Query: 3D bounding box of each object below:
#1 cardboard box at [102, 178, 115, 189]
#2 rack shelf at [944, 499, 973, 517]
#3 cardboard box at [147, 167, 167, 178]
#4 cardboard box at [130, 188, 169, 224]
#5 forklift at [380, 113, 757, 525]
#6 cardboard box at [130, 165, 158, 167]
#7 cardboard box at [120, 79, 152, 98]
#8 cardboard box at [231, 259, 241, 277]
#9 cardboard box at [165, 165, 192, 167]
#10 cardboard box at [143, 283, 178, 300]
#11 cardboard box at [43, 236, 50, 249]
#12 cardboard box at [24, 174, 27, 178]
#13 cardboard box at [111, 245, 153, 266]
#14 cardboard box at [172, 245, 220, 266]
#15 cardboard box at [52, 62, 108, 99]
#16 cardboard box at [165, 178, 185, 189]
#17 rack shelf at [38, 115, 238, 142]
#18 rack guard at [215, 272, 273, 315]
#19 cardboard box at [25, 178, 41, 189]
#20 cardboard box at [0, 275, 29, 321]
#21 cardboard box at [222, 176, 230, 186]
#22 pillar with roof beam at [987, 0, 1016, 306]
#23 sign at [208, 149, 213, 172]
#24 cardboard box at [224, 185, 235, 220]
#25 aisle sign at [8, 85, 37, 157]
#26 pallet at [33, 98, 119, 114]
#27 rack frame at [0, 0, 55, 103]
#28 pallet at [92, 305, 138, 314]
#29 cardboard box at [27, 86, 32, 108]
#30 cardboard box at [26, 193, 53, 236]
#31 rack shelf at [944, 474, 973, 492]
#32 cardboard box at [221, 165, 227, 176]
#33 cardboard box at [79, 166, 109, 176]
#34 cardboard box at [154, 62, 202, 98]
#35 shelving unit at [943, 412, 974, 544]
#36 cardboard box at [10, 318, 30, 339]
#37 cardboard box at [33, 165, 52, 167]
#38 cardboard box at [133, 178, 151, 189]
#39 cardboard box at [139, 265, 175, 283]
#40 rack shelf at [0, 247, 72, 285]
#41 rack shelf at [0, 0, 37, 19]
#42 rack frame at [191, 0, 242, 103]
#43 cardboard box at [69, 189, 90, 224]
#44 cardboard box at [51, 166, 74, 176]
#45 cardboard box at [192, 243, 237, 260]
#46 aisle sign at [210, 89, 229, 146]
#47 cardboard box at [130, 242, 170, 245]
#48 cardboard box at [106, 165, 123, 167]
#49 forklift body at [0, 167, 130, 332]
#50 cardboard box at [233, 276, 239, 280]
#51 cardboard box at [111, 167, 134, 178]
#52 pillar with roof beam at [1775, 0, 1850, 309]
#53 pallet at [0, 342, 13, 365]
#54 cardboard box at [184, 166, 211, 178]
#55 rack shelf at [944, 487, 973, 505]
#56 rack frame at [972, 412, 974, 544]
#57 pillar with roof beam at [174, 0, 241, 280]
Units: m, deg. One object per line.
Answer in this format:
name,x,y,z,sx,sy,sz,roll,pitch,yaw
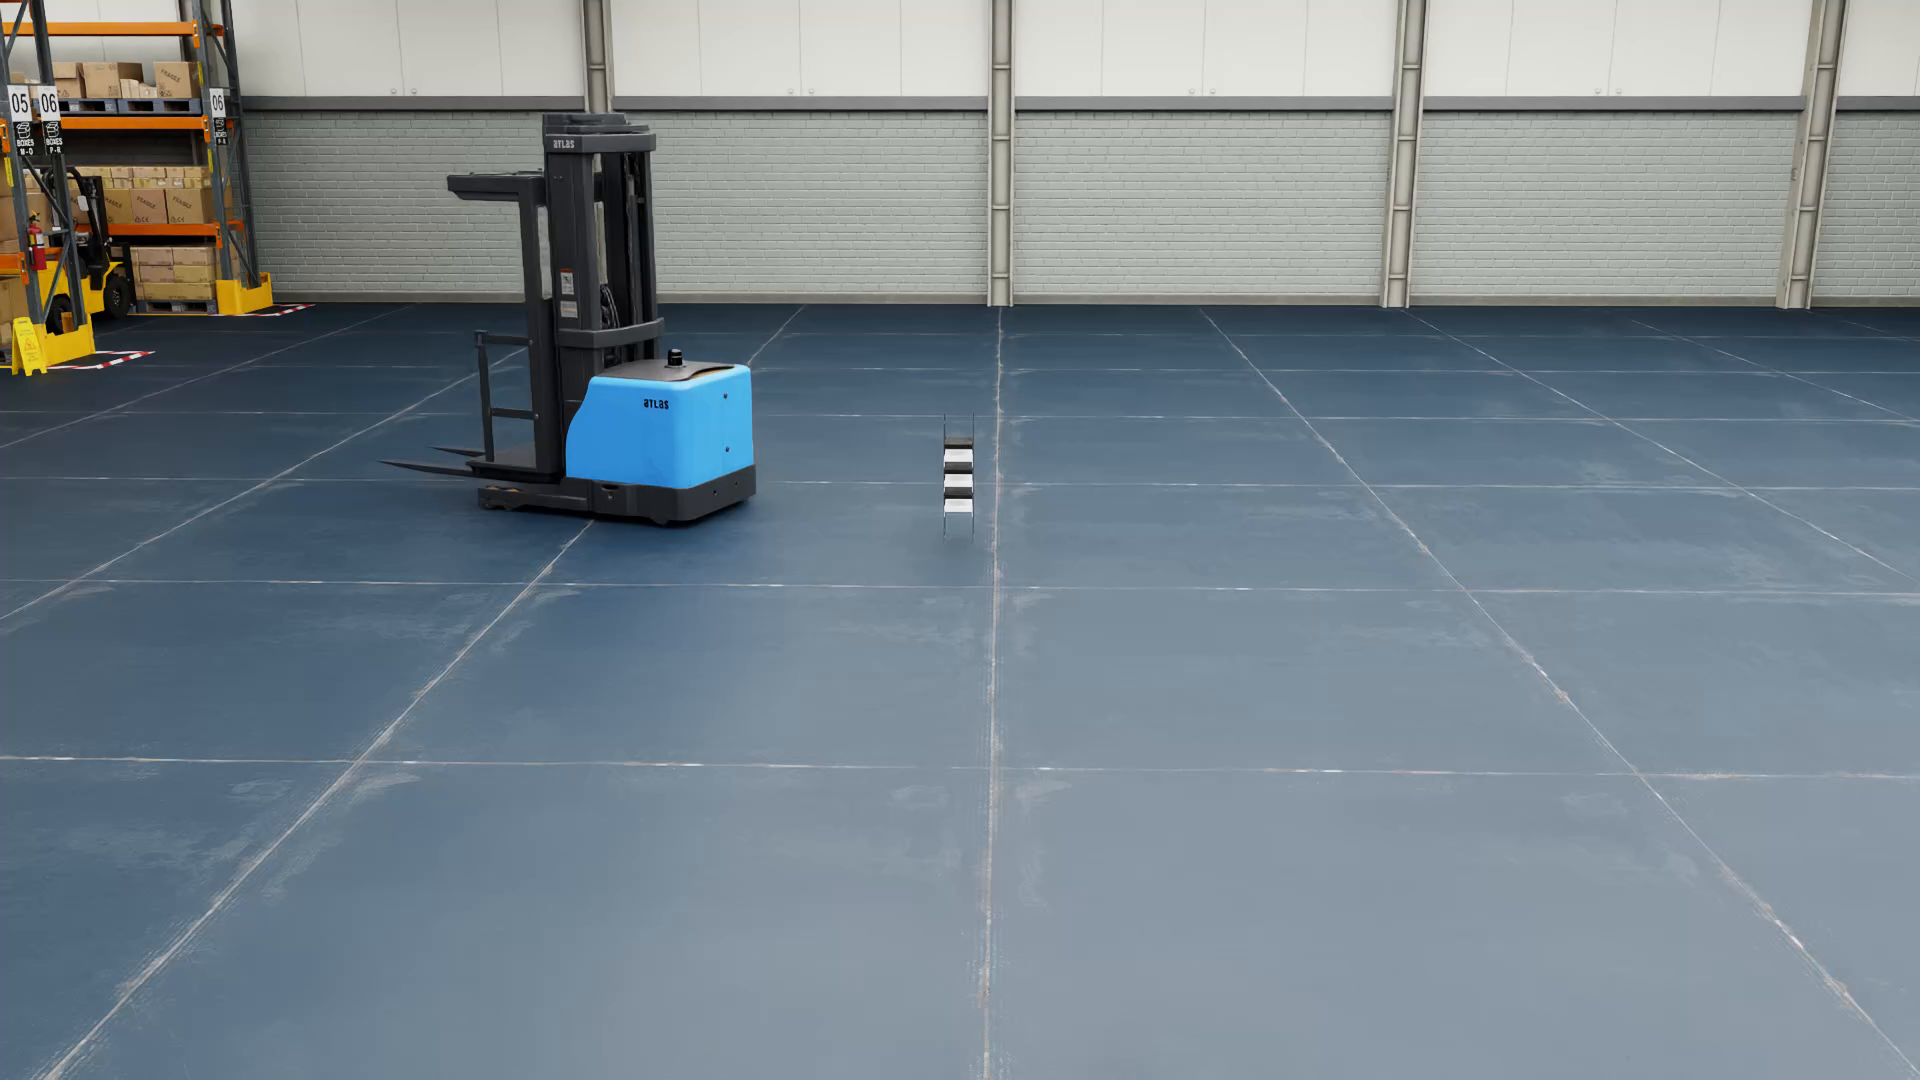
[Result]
cardboard box,-12.344,-5.192,24.170,0.250,0.149,0.380,0,15,2
rack shelf,-0.008,-0.229,11.780,0.200,0.077,0.258,0,15,1
cardboard box,-11.581,-5.340,24.148,0.250,0.149,0.380,1,15,3
cardboard box,-11.725,-4.887,24.287,0.500,0.500,0.500,1,15,3
forklift,-3.145,-1.756,12.750,3.031,2.935,1.130,6,16,23
cardboard box,-12.074,-5.468,24.636,0.250,0.149,0.380,1,15,3
cardboard box,-11.797,-6.463,23.821,0.258,0.266,0.396,0,15,2
cardboard box,-11.172,-4.068,24.966,0.500,0.250,0.500,1,15,2
cardboard box,-11.563,-5.468,24.633,0.250,0.149,0.380,1,15,2
cardboard box,-11.682,-3.698,24.545,0.500,0.250,0.500,0,15,1
cardboard box,-11.165,-3.564,19.963,0.250,0.149,0.380,0,15,2
cardboard box,-13.621,-5.345,24.168,0.250,0.149,0.380,1,15,3
cardboard box,-12.191,-4.180,24.409,0.500,0.250,0.500,1,15,2
cardboard box,-11.176,-4.177,24.400,0.500,0.250,0.500,1,15,3
cardboard box,-12.761,-6.635,24.007,0.637,0.503,0.797,1,15,3
cardboard box,-11.317,-5.184,24.140,0.250,0.149,0.380,1,15,2
rack shelf,-12.707,-6.012,24.278,4.000,0.370,1.077,0,15,1
rack guard,-10.683,-3.688,24.838,0.348,0.500,1.175,0,15,1
cardboard box,-13.367,-5.197,24.191,0.250,0.149,0.380,0,15,1
cardboard box,-11.654,-2.943,20.211,0.500,0.500,0.500,0,15,0
cardboard box,-11.040,-5.327,24.684,0.250,0.149,0.380,0,15,0
pillar with roof beam,0.506,-6.856,20.185,0.400,9.000,9.100,0,15,1
sign,-10.735,-5.433,23.818,0.005,0.325,0.100,0,15,1
cardboard box,-11.196,-5.019,24.788,0.500,0.500,0.500,1,15,3
aisle sign,-10.776,-4.813,19.108,0.004,0.787,0.394,0,15,1
pallet,-12.636,-6.323,24.218,1.213,0.211,1.003,0,15,1
rack frame,-10.830,-6.532,18.957,0.127,3.000,1.000,0,15,1
pallet,-12.689,-3.551,24.887,1.213,0.211,1.003,0,15,1
cardboard box,-11.326,-5.224,19.590,0.500,0.250,0.500,0,15,0
cardboard box,-11.297,-3.897,19.951,0.500,0.500,0.500,0,15,1
rack shelf,-0.008,-0.403,11.734,0.200,0.077,0.258,0,15,1
cardboard box,-11.038,-5.459,24.601,0.250,0.149,0.380,0,15,0
cardboard box,-12.604,-5.360,24.224,0.250,0.149,0.380,1,15,2
cardboard box,-11.156,-6.588,23.834,0.500,0.500,0.500,1,15,3
shelving unit,-0.008,-0.435,11.725,0.210,0.900,0.258,0,15,1
cardboard box,-11.630,-2.580,20.306,0.500,0.250,0.500,0,15,1
cardboard box,-13.613,-5.507,24.784,0.250,0.149,0.380,0,15,0
cardboard box,-11.823,-5.205,24.222,0.250,0.149,0.380,0,15,1
cardboard box,-11.703,-3.941,24.486,0.500,0.250,0.500,0,15,1
rack shelf,-12.830,-3.296,19.863,4.000,0.370,1.077,0,15,1
rack shelf,-12.830,-6.195,19.098,4.000,0.370,1.077,0,15,1
rack frame,-10.707,-7.797,23.755,0.127,3.000,1.000,0,15,1
cardboard box,-12.740,-4.891,24.301,0.500,0.500,0.500,0,15,2
cardboard box,-13.105,-5.363,24.235,0.250,0.149,0.380,0,15,1
cardboard box,-11.183,-4.305,24.884,0.500,0.250,0.500,0,15,1
aisle sign,-10.649,-6.078,23.903,0.004,0.787,0.394,0,15,1
cardboard box,-12.182,-4.313,24.916,0.500,0.250,0.500,0,15,1
cardboard box,-12.583,-5.477,24.667,0.250,0.149,0.380,0,15,2
forklift body,-12.650,-4.033,22.912,1.214,2.155,2.313,0,15,1
cardboard box,-11.193,-3.823,25.018,0.500,0.250,0.500,0,15,2
cardboard box,-12.091,-5.334,24.125,0.250,0.149,0.380,1,15,3
pillar with roof beam,12.502,-6.778,19.889,0.400,9.000,9.100,0,15,1
pallet,-11.718,-2.297,20.134,1.213,0.211,1.003,0,15,1
cardboard box,-11.071,-5.351,24.192,0.250,0.149,0.380,0,15,2
rack shelf,-0.008,-0.316,11.757,0.200,0.077,0.258,0,15,1
rack frame,0.094,-0.435,11.723,0.006,0.900,0.240,0,15,1
pillar with roof beam,-11.490,-6.934,20.482,0.400,9.000,9.100,0,15,1
